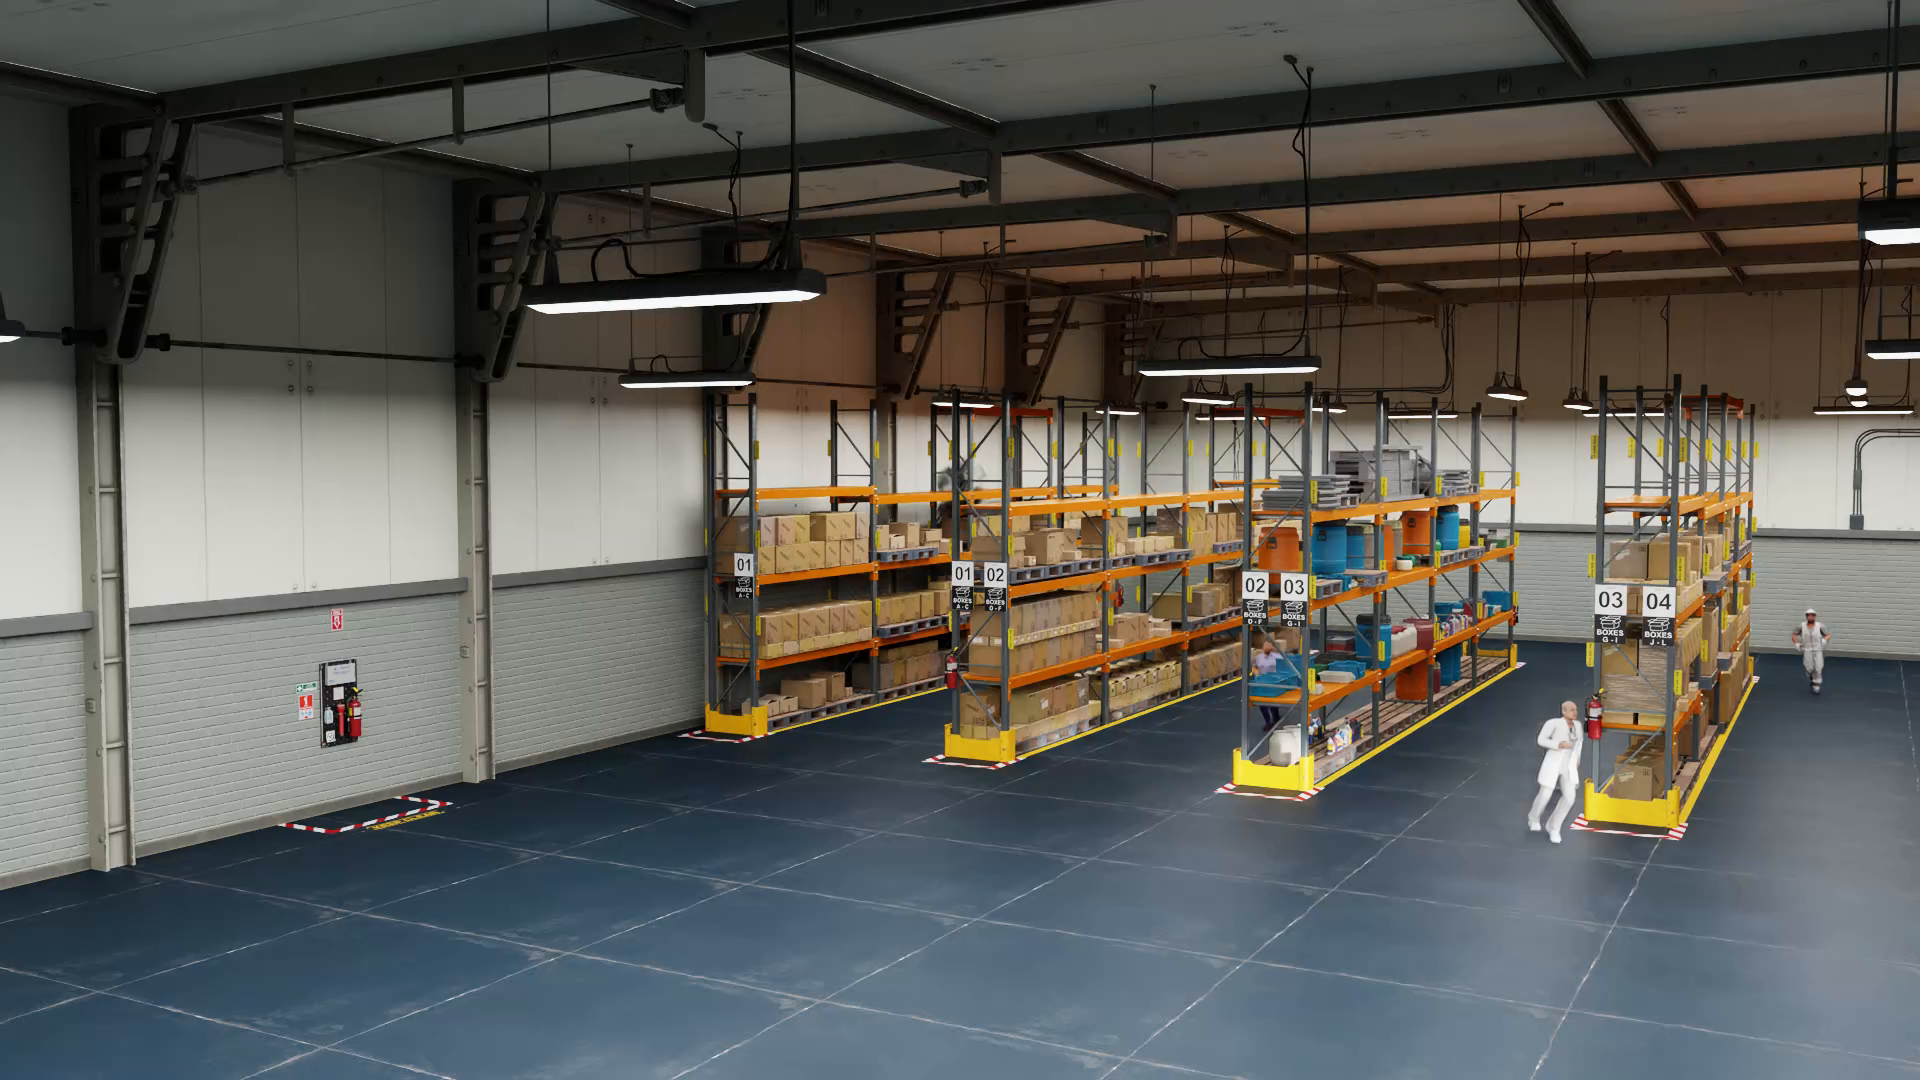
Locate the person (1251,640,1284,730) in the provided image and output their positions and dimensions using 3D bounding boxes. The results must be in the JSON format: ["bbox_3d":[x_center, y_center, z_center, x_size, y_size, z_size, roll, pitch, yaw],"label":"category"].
[{"bbox_3d":[5.467,2.587,29.576,0.641,1.617,0.570,2,4,30],"label":"person"}]

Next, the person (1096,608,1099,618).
[{"bbox_3d":[2.701,1.930,36.309,0.556,1.648,0.508,2,3,27],"label":"person"}]

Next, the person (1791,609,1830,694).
[{"bbox_3d":[17.478,2.298,34.151,0.710,1.745,0.611,1,3,23],"label":"person"}]

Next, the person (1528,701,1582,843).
[{"bbox_3d":[7.782,3.078,21.495,0.711,1.607,0.794,0,3,-4],"label":"person"}]
